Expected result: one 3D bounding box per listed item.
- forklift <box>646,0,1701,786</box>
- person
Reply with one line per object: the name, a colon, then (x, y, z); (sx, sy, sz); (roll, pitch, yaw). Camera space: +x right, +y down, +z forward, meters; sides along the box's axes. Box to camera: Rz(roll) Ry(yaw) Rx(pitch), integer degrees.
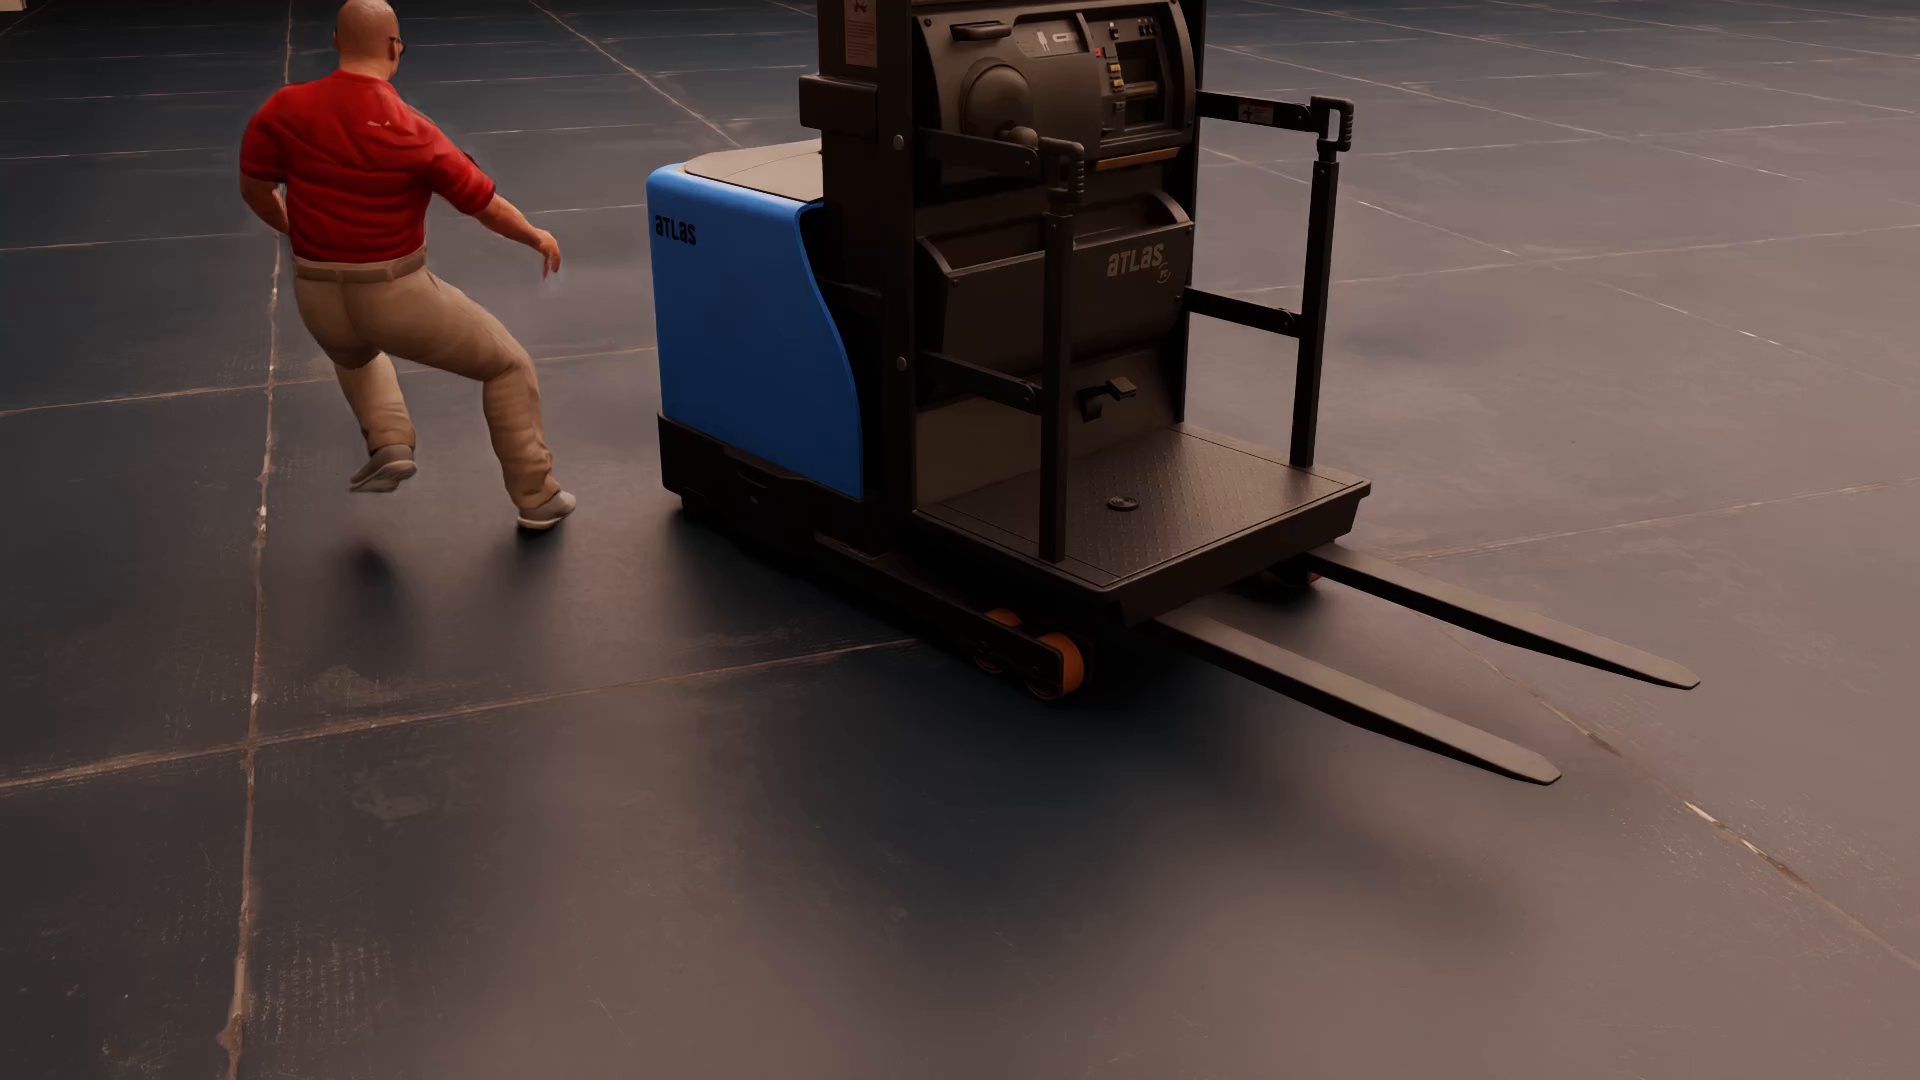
forklift: (0.409, -1.176, 4.096); (1.130, 2.935, 3.031); (-19, 30, -38)
person: (-1.631, -0.786, 4.947); (0.784, 1.615, 0.649); (3, 23, 7)
